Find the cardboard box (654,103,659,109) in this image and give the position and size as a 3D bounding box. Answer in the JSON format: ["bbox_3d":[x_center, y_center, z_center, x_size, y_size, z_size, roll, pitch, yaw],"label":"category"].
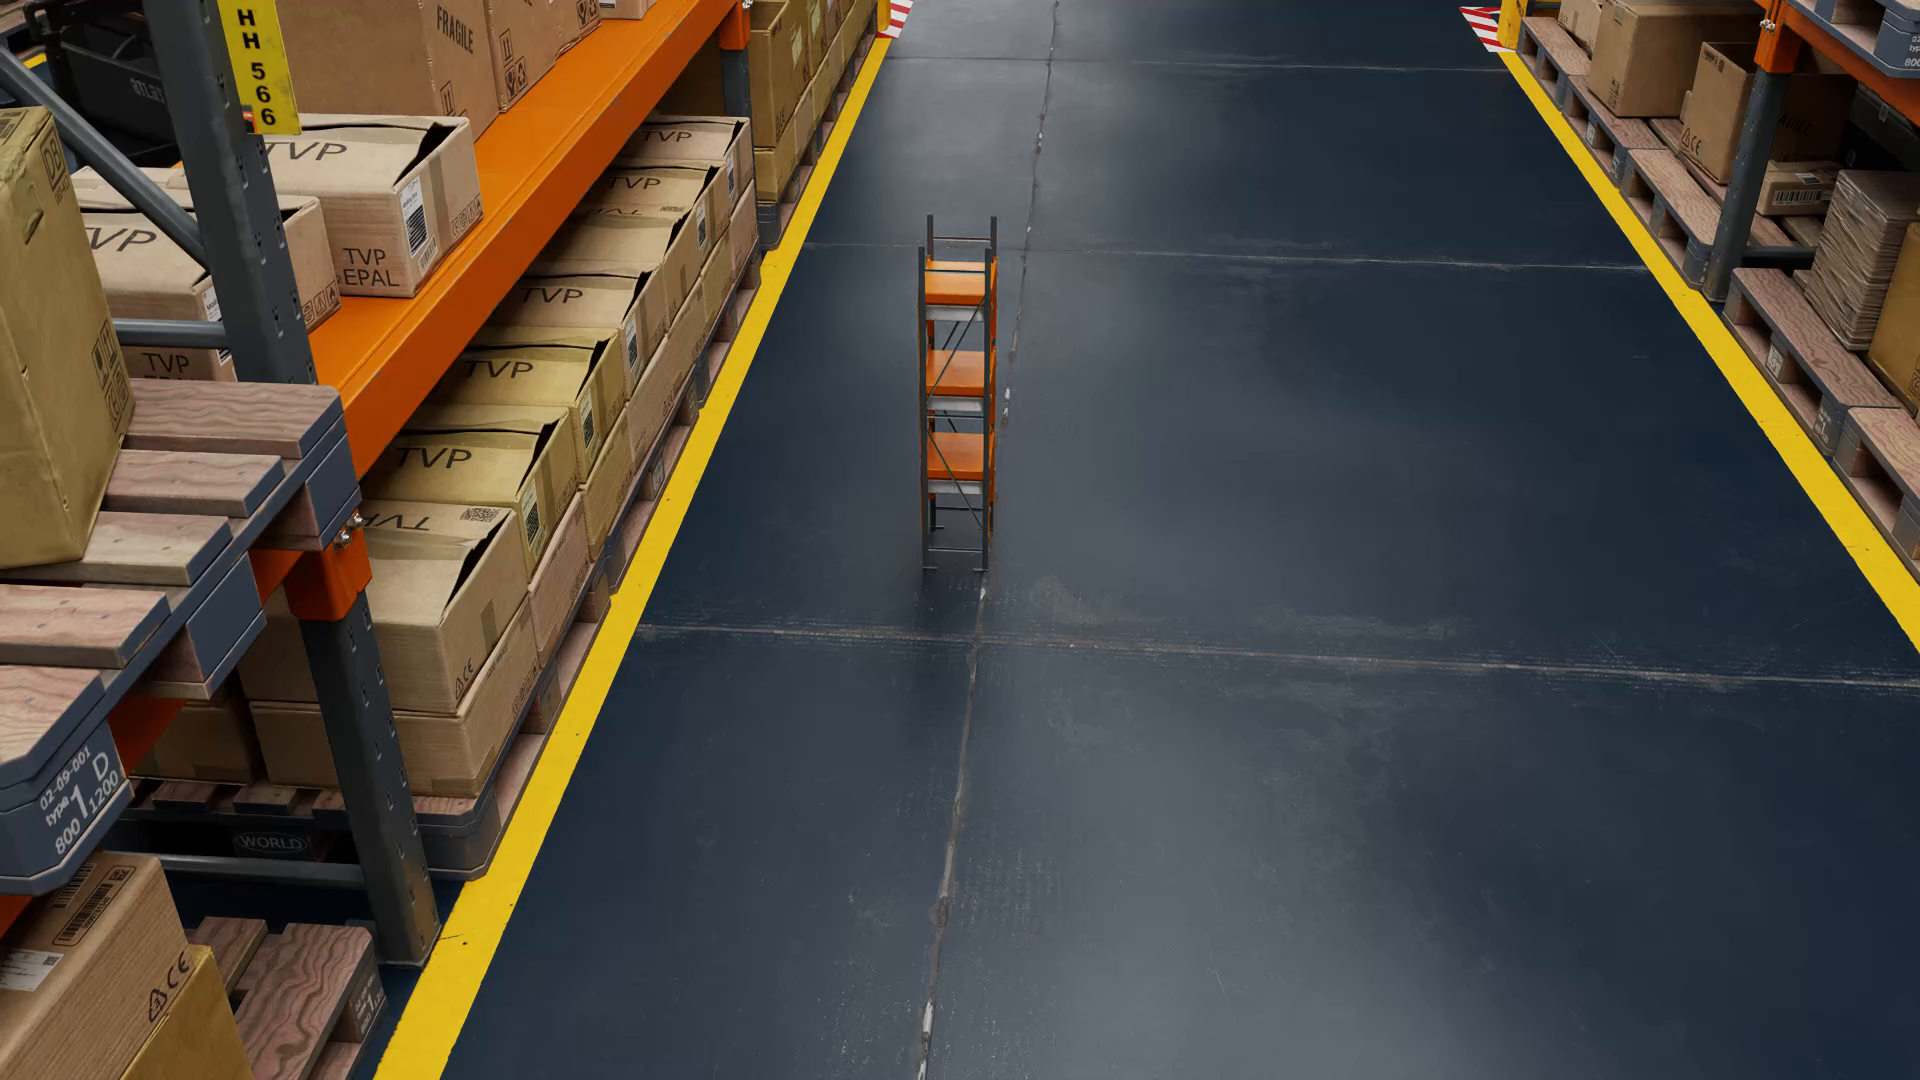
[{"bbox_3d":[-1.488,-2.306,7.638,0.500,0.500,0.500,2,32,4],"label":"cardboard box"}]

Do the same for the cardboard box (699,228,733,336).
[{"bbox_3d":[-1.148,-0.980,6.202,0.500,0.250,0.500,2,32,3],"label":"cardboard box"}]

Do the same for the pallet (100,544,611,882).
[{"bbox_3d":[-1.580,0.384,4.425,1.003,0.211,1.213,2,32,4],"label":"pallet"}]

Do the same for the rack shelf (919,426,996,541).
[{"bbox_3d":[-0.004,-0.173,5.081,0.215,0.259,0.240,2,32,4],"label":"rack shelf"}]

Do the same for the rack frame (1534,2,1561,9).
[{"bbox_3d":[3.899,-4.348,9.446,0.949,2.616,0.053,2,32,4],"label":"rack frame"}]

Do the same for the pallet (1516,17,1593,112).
[{"bbox_3d":[3.795,-2.697,9.426,1.003,0.211,1.213,2,32,4],"label":"pallet"}]

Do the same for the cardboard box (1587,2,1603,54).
[{"bbox_3d":[3.710,-2.734,8.971,0.500,0.311,0.500,5,32,8],"label":"cardboard box"}]

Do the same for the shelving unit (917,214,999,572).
[{"bbox_3d":[-0.004,-0.419,4.929,0.215,1.050,0.252,2,32,4],"label":"shelving unit"}]

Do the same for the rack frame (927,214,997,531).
[{"bbox_3d":[0.006,-0.483,5.033,0.200,1.050,0.008,2,32,4],"label":"rack frame"}]

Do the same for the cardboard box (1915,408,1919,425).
[{"bbox_3d":[3.460,-0.456,5.094,0.700,0.500,0.500,3,32,5],"label":"cardboard box"}]

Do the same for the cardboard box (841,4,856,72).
[{"bbox_3d":[-0.852,-2.749,9.072,0.500,0.250,0.500,2,32,4],"label":"cardboard box"}]

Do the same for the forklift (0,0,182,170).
[{"bbox_3d":[-3.323,-2.175,5.986,1.130,2.935,3.031,22,38,32],"label":"forklift"}]

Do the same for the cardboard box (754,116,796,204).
[{"bbox_3d":[-1.021,-1.703,7.375,0.500,0.250,0.500,2,32,4],"label":"cardboard box"}]

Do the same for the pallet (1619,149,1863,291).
[{"bbox_3d":[3.596,-1.421,7.355,1.003,0.211,1.213,2,32,4],"label":"pallet"}]

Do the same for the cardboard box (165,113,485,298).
[{"bbox_3d":[-1.420,-0.795,3.766,0.500,0.311,0.500,2,32,3],"label":"cardboard box"}]

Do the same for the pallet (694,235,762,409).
[{"bbox_3d":[-1.382,-0.891,6.495,1.003,0.211,1.213,2,32,4],"label":"pallet"}]

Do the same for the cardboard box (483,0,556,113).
[{"bbox_3d":[-1.523,-1.570,4.843,0.500,0.500,0.500,3,32,4],"label":"cardboard box"}]

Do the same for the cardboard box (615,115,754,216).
[{"bbox_3d":[-1.108,-1.488,6.492,0.500,0.311,0.500,2,32,4],"label":"cardboard box"}]

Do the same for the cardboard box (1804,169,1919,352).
[{"bbox_3d":[3.534,-0.993,5.966,0.700,0.500,0.500,3,32,6],"label":"cardboard box"}]

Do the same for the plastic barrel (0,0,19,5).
[{"bbox_3d":[-5.949,-3.543,10.111,0.421,0.512,0.421,0,32,0],"label":"plastic barrel"}]

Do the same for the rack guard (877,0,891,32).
[{"bbox_3d":[-1.033,-3.505,10.462,1.175,0.500,0.348,2,32,4],"label":"rack guard"}]

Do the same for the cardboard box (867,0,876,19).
[{"bbox_3d":[-0.784,-3.272,9.921,0.500,0.250,0.500,2,32,4],"label":"cardboard box"}]

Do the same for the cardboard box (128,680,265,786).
[{"bbox_3d":[-1.886,0.332,4.072,0.500,0.250,0.500,3,32,5],"label":"cardboard box"}]

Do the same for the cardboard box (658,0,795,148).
[{"bbox_3d":[-1.011,-2.022,7.178,0.500,0.500,0.500,2,32,4],"label":"cardboard box"}]

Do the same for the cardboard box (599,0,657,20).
[{"bbox_3d":[-1.249,-1.941,5.668,0.396,0.266,0.258,2,32,3],"label":"cardboard box"}]

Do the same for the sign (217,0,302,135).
[{"bbox_3d":[-1.145,-0.815,2.685,0.100,0.325,0.005,2,32,4],"label":"sign"}]

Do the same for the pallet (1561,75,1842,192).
[{"bbox_3d":[3.693,-2.061,8.393,1.003,0.211,1.213,2,32,4],"label":"pallet"}]

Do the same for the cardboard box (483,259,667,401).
[{"bbox_3d":[-1.231,-0.693,5.201,0.500,0.311,0.500,2,32,3],"label":"cardboard box"}]

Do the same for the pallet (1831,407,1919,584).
[{"bbox_3d":[3.418,-0.022,5.084,1.003,0.211,1.213,2,32,4],"label":"pallet"}]

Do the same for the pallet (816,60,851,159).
[{"bbox_3d":[-1.157,-2.332,8.833,1.003,0.211,1.213,2,32,4],"label":"pallet"}]

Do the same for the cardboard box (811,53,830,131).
[{"bbox_3d":[-0.929,-2.226,8.223,0.500,0.250,0.500,2,32,4],"label":"cardboard box"}]

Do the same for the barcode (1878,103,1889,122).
[{"bbox_3d":[3.860,-1.787,6.949,0.001,0.075,0.075,2,32,4],"label":"barcode"}]

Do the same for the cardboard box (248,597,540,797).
[{"bbox_3d":[-1.351,0.357,4.033,0.500,0.250,0.500,2,32,4],"label":"cardboard box"}]

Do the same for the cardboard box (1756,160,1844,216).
[{"bbox_3d":[3.591,-1.518,7.135,0.380,0.166,0.250,-2,32,-2],"label":"cardboard box"}]

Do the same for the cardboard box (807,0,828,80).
[{"bbox_3d":[-0.929,-2.545,8.026,0.500,0.500,0.500,2,32,4],"label":"cardboard box"}]

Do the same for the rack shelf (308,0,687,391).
[{"bbox_3d":[-1.523,-1.197,4.832,0.919,0.124,3.809,2,32,4],"label":"rack shelf"}]
